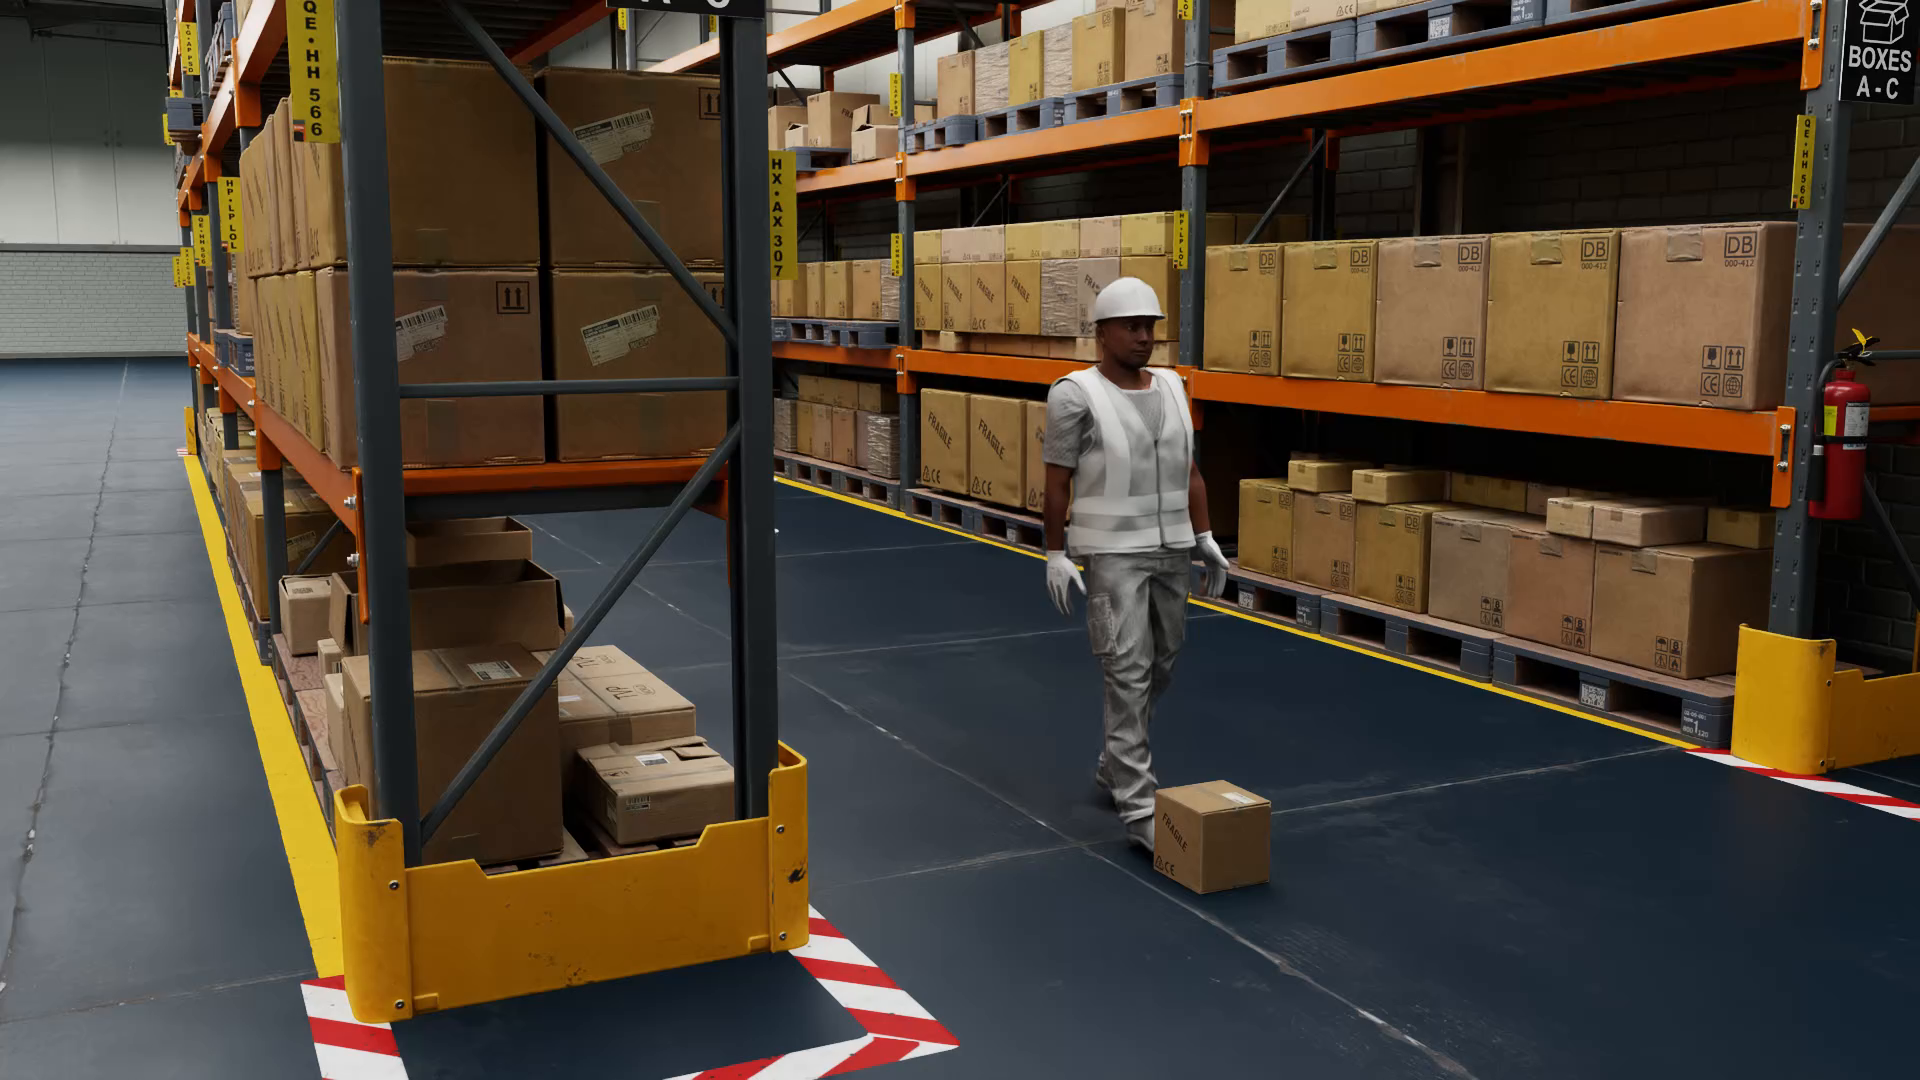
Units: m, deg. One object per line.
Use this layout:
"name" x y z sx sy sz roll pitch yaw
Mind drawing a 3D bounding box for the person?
"person" 0.611 0.055 5.320 0.578 1.772 0.774 -5 10 -32
